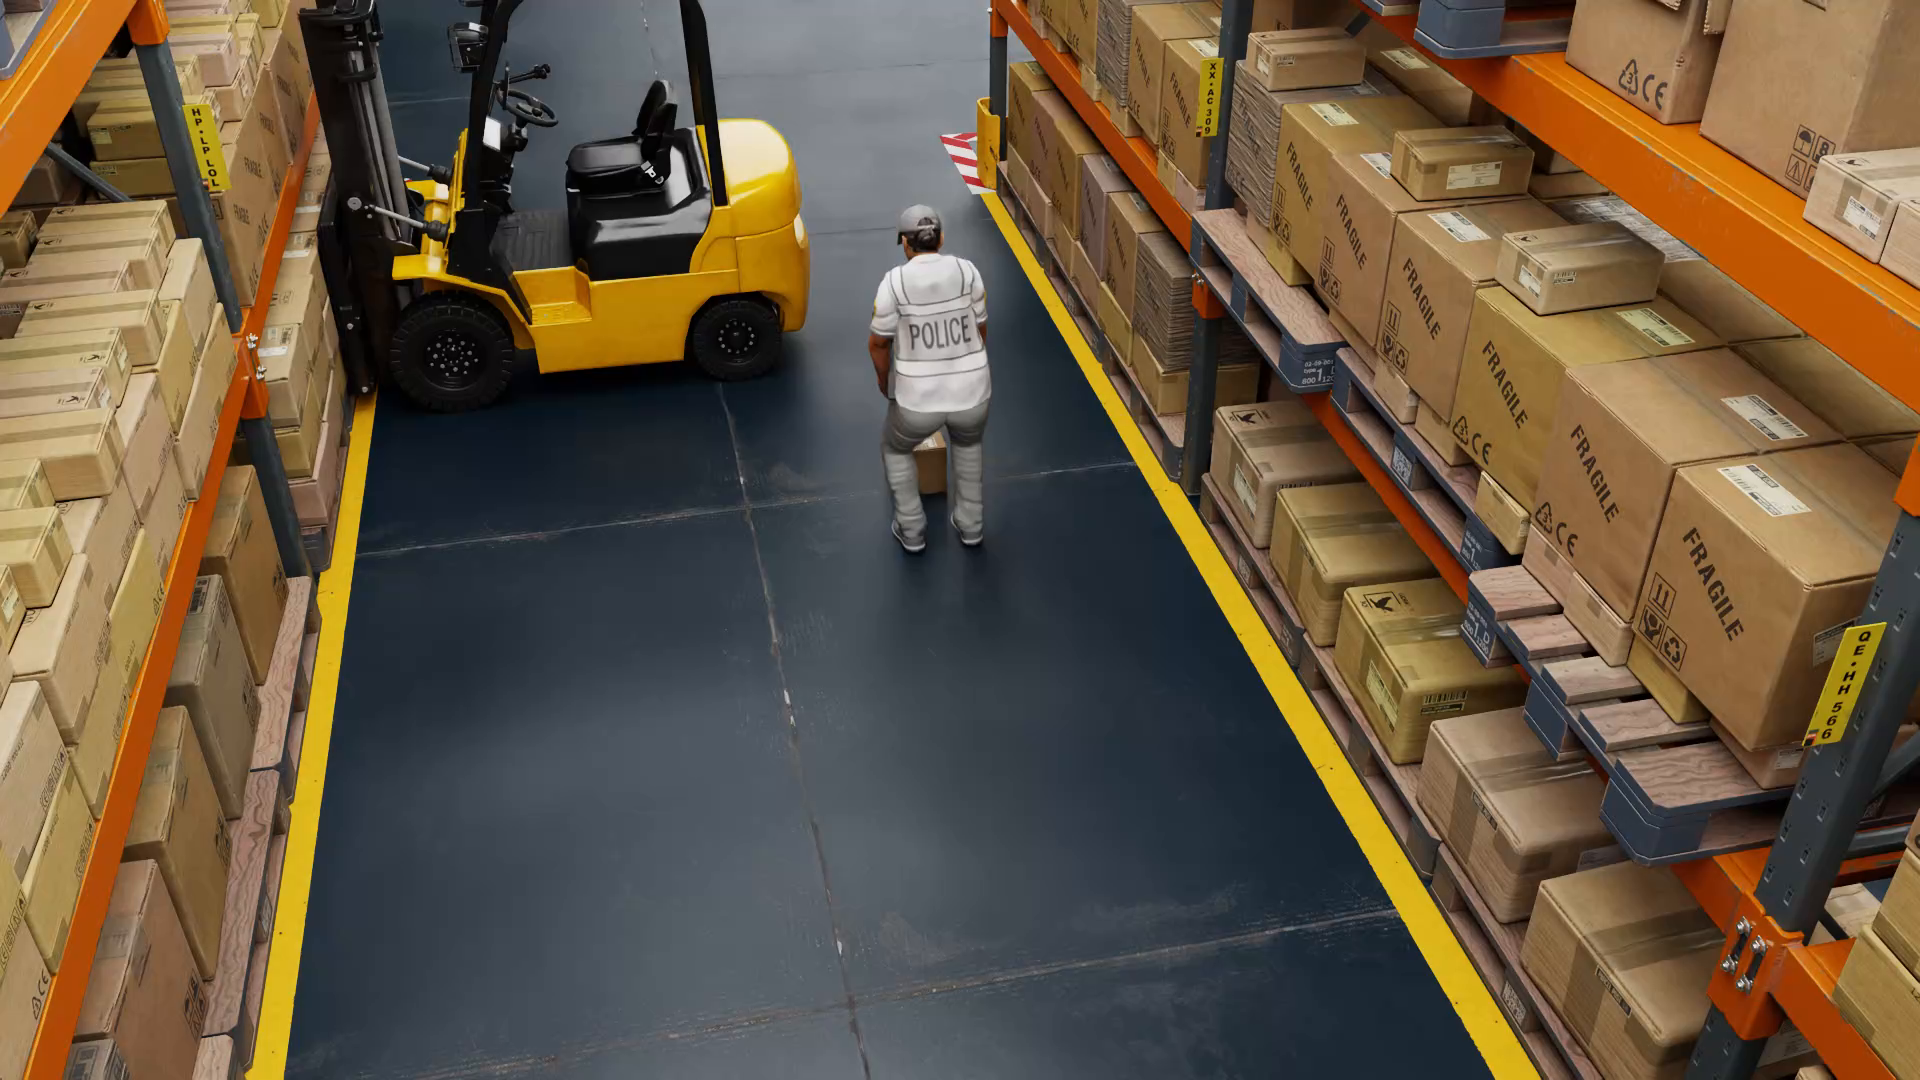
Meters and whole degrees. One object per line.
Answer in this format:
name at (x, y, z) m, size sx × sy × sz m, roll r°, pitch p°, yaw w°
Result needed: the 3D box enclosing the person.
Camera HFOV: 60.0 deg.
person at (-0.132, -0.658, 7.203) m, size 0.515 × 1.558 × 0.571 m, roll -7°, pitch 35°, yaw -9°
